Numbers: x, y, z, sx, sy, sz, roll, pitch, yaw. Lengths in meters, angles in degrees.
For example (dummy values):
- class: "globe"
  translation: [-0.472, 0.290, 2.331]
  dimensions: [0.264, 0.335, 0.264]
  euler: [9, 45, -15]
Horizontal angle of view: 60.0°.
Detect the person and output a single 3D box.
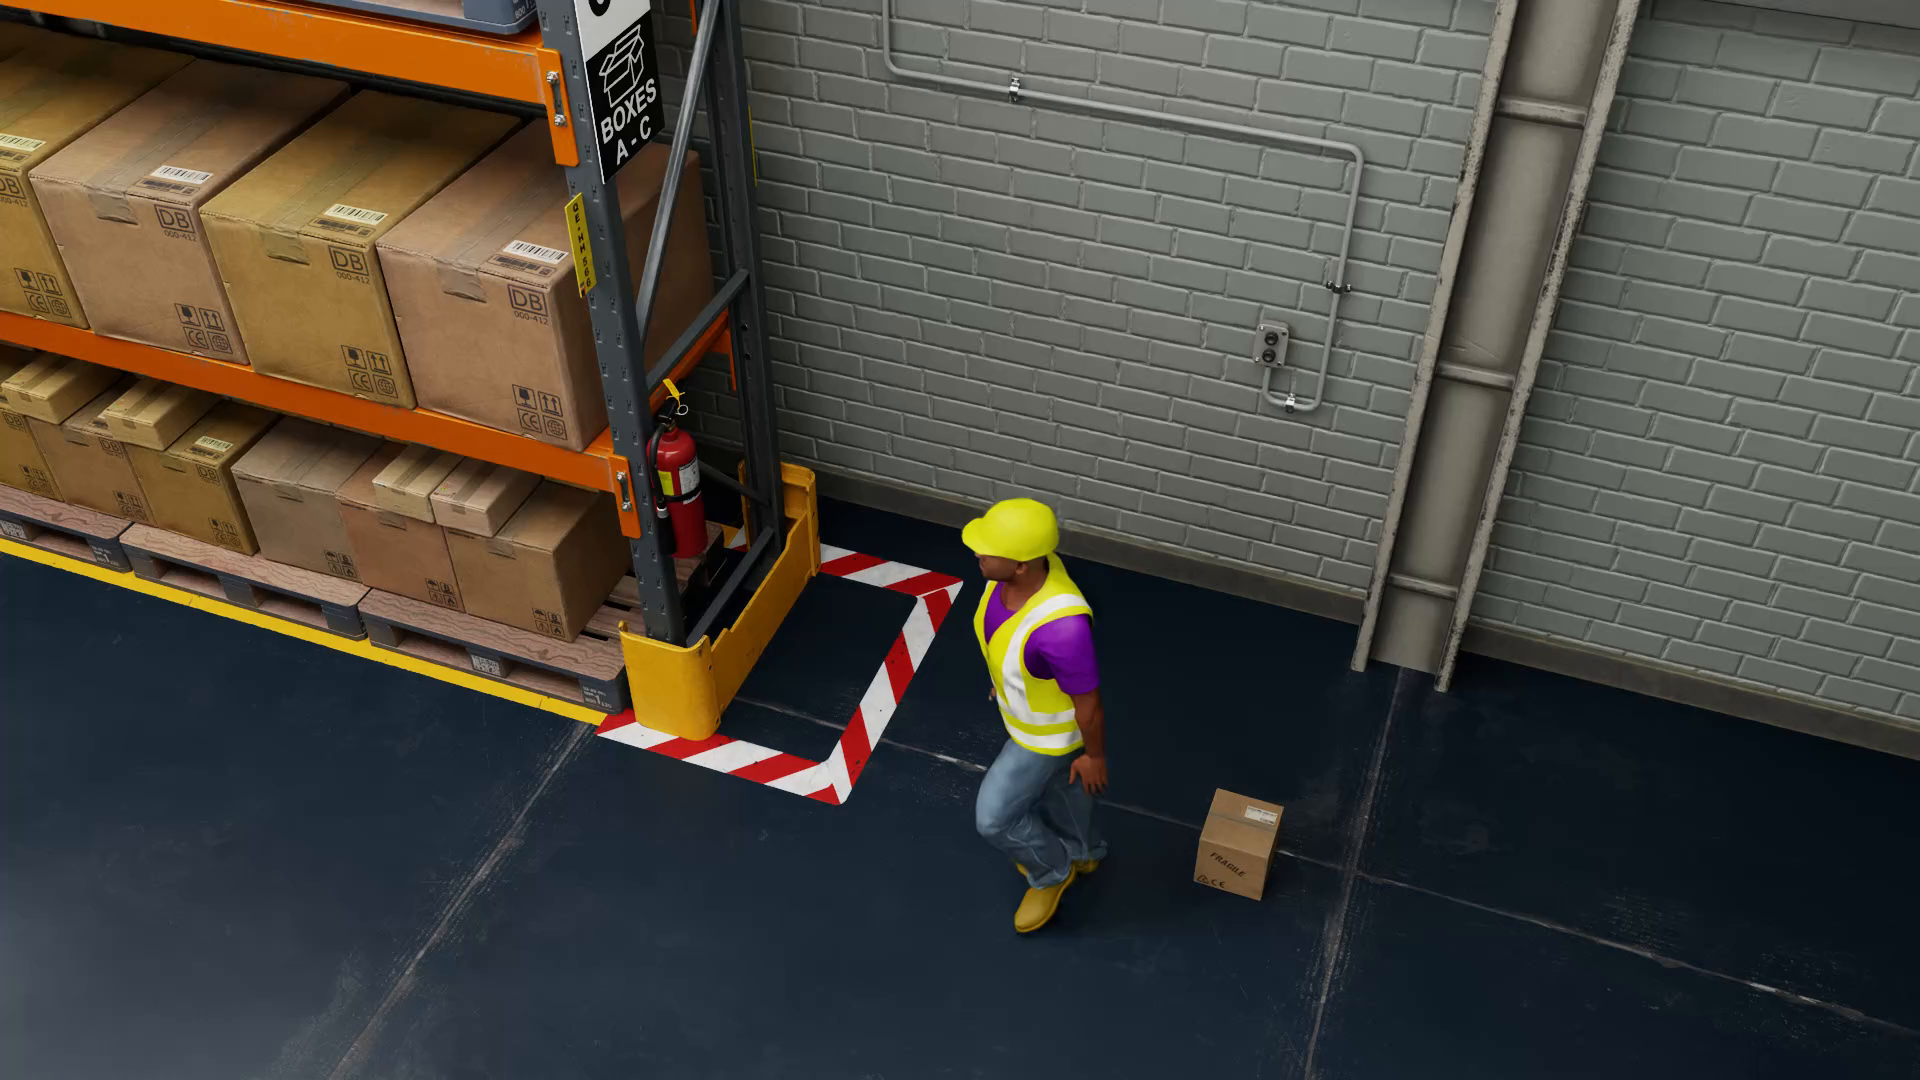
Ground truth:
- class: "person"
  translation: [0.275, 0.553, 5.481]
  dimensions: [0.531, 1.743, 0.608]
  euler: [-9, 42, -10]
